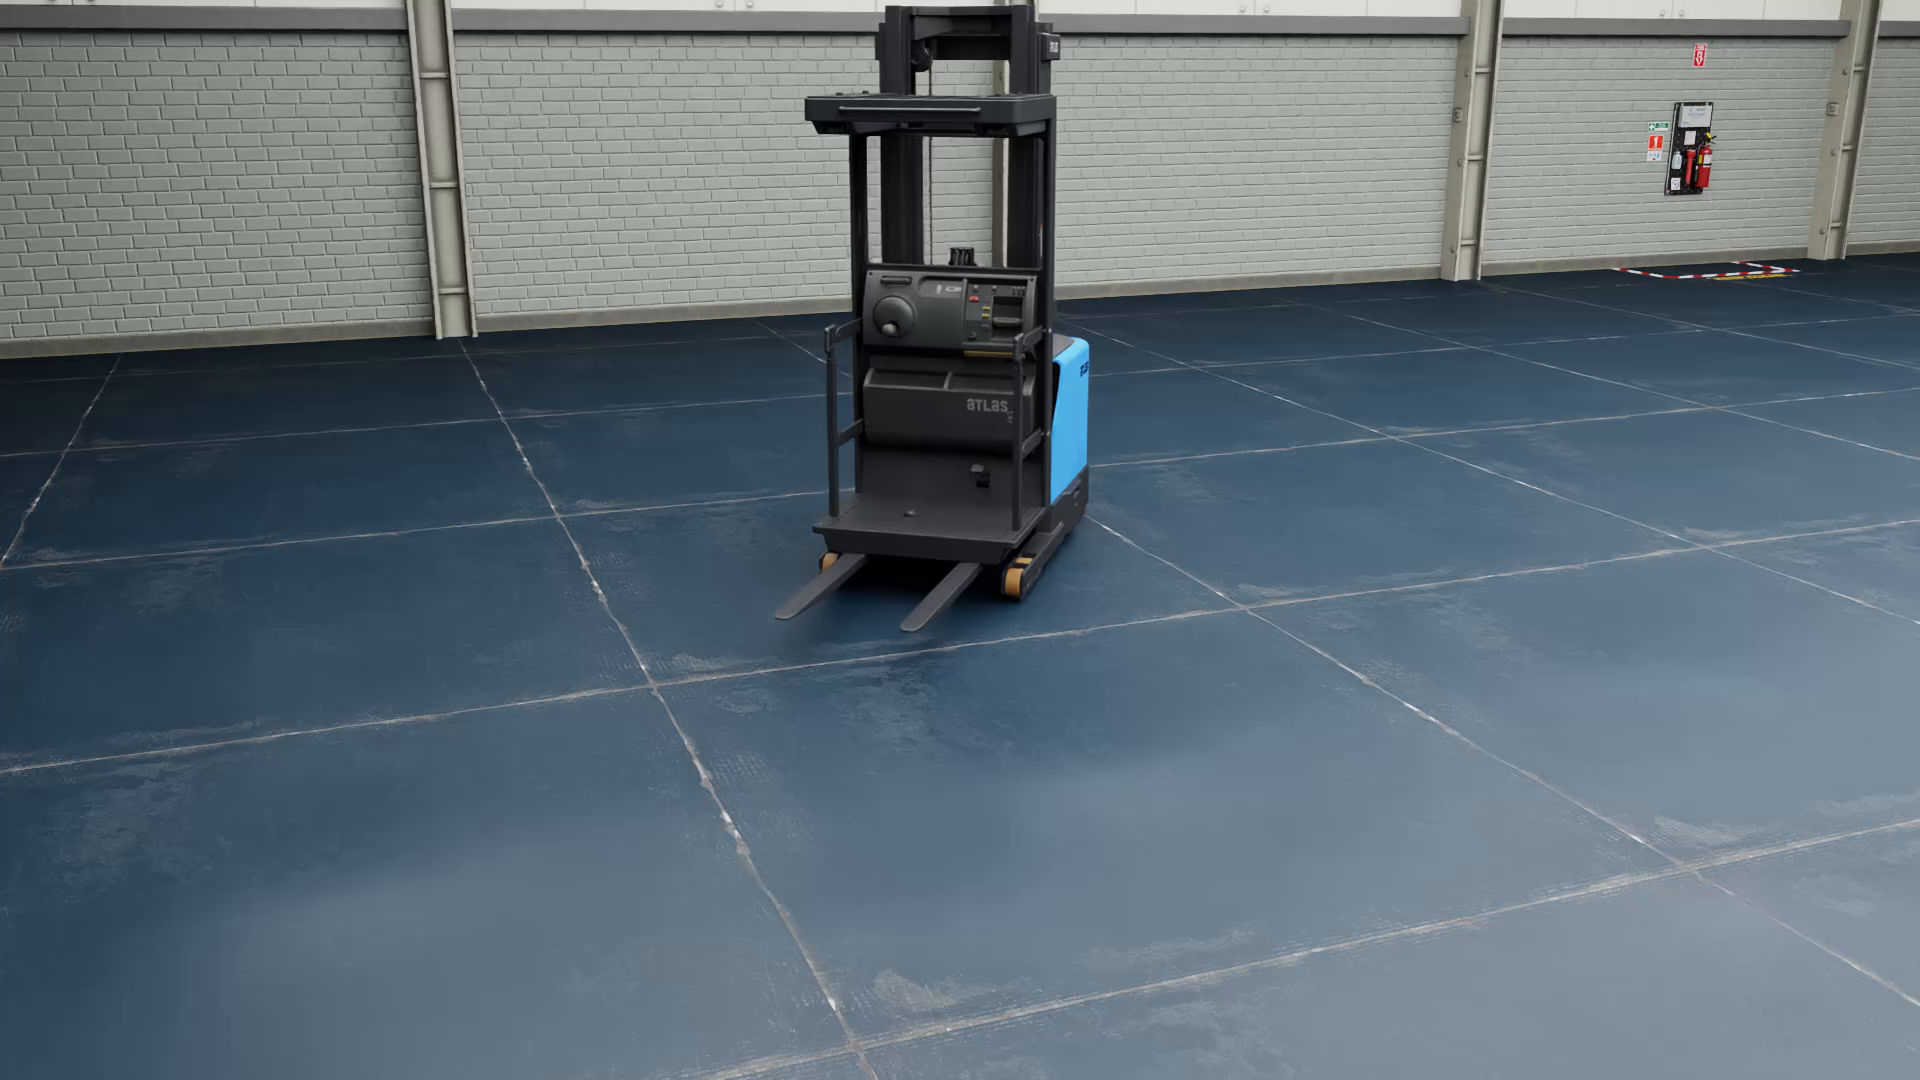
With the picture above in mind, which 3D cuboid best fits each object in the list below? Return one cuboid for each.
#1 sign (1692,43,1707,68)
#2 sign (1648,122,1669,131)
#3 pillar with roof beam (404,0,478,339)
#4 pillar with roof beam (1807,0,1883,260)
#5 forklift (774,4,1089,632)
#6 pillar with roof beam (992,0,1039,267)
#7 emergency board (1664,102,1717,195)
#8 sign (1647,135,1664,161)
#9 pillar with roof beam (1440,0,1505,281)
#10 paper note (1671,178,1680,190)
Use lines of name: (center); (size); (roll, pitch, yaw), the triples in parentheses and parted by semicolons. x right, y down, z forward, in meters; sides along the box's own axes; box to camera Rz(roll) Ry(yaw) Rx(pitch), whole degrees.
sign: (9.438, -6.183, 21.215); (0.199, 0.298, 0.001); (-6, 17, -20)
sign: (8.936, -5.286, 21.272); (0.331, 0.109, 0.001); (-6, 17, -20)
pillar with roof beam: (-3.465, -5.215, 11.387); (0.400, 9.000, 9.100); (-6, 17, -20)
pillar with roof beam: (13.343, -7.030, 17.567); (0.400, 9.000, 9.100); (-6, 17, -20)
forklift: (-0.114, -1.221, 8.555); (1.130, 2.935, 3.031); (5, 17, 15)
pillar with roof beam: (2.138, -5.820, 13.447); (0.400, 9.000, 9.100); (-6, 17, -20)
emergency board: (9.482, -5.045, 21.455); (0.643, 1.169, 0.194); (-6, 17, -20)
sign: (8.928, -5.034, 21.353); (0.234, 0.329, 0.001); (-6, 17, -20)
pillar with roof beam: (7.741, -6.425, 15.507); (0.400, 9.000, 9.100); (-6, 17, -20)
paper note: (9.292, -4.623, 21.581); (0.142, 0.148, 0.016); (-6, 17, -20)
